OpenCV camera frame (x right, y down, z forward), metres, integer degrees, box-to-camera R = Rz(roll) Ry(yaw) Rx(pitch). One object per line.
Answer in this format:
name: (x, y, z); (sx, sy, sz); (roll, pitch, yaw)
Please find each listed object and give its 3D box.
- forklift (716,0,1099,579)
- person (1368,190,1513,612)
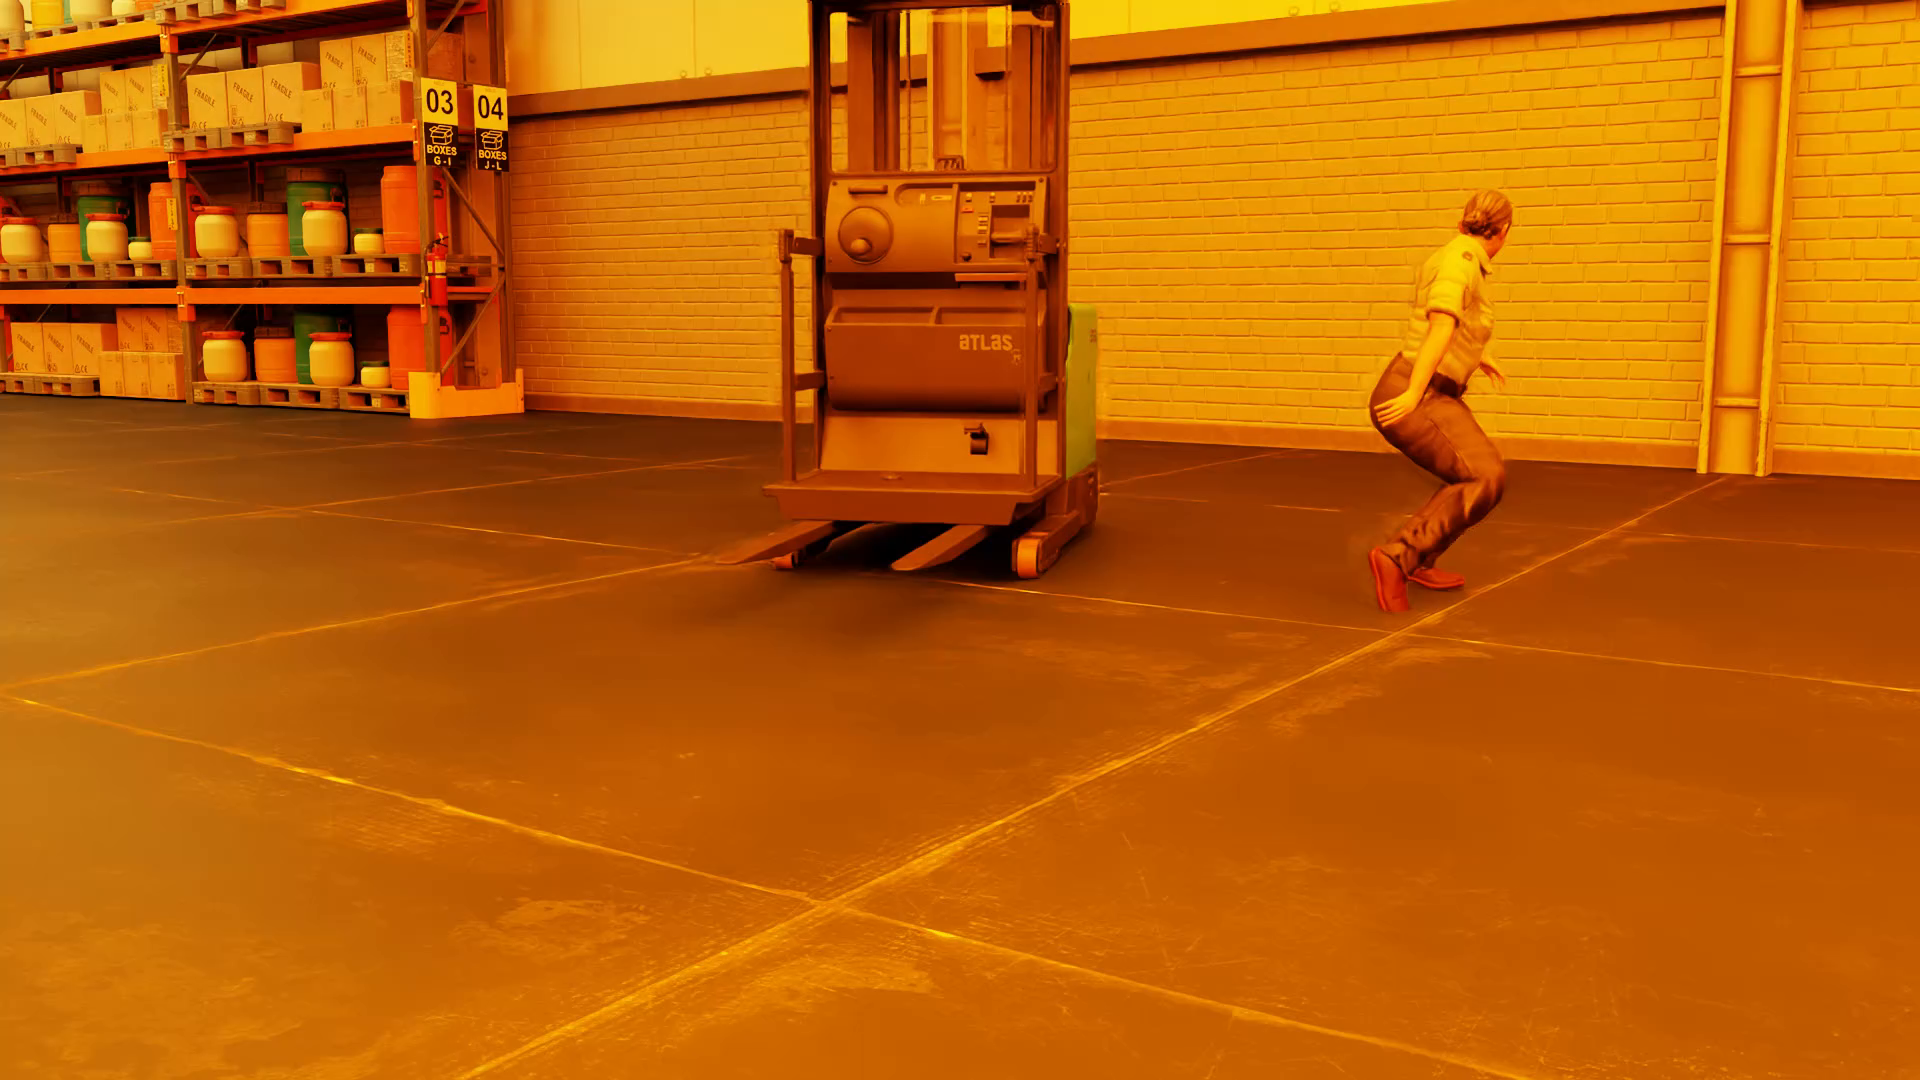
forklift: (-0.148, -1.353, 6.710); (1.130, 2.935, 3.031); (2, 8, 13)
person: (1.708, -0.470, 5.938); (0.483, 1.534, 0.922); (3, 9, 18)
